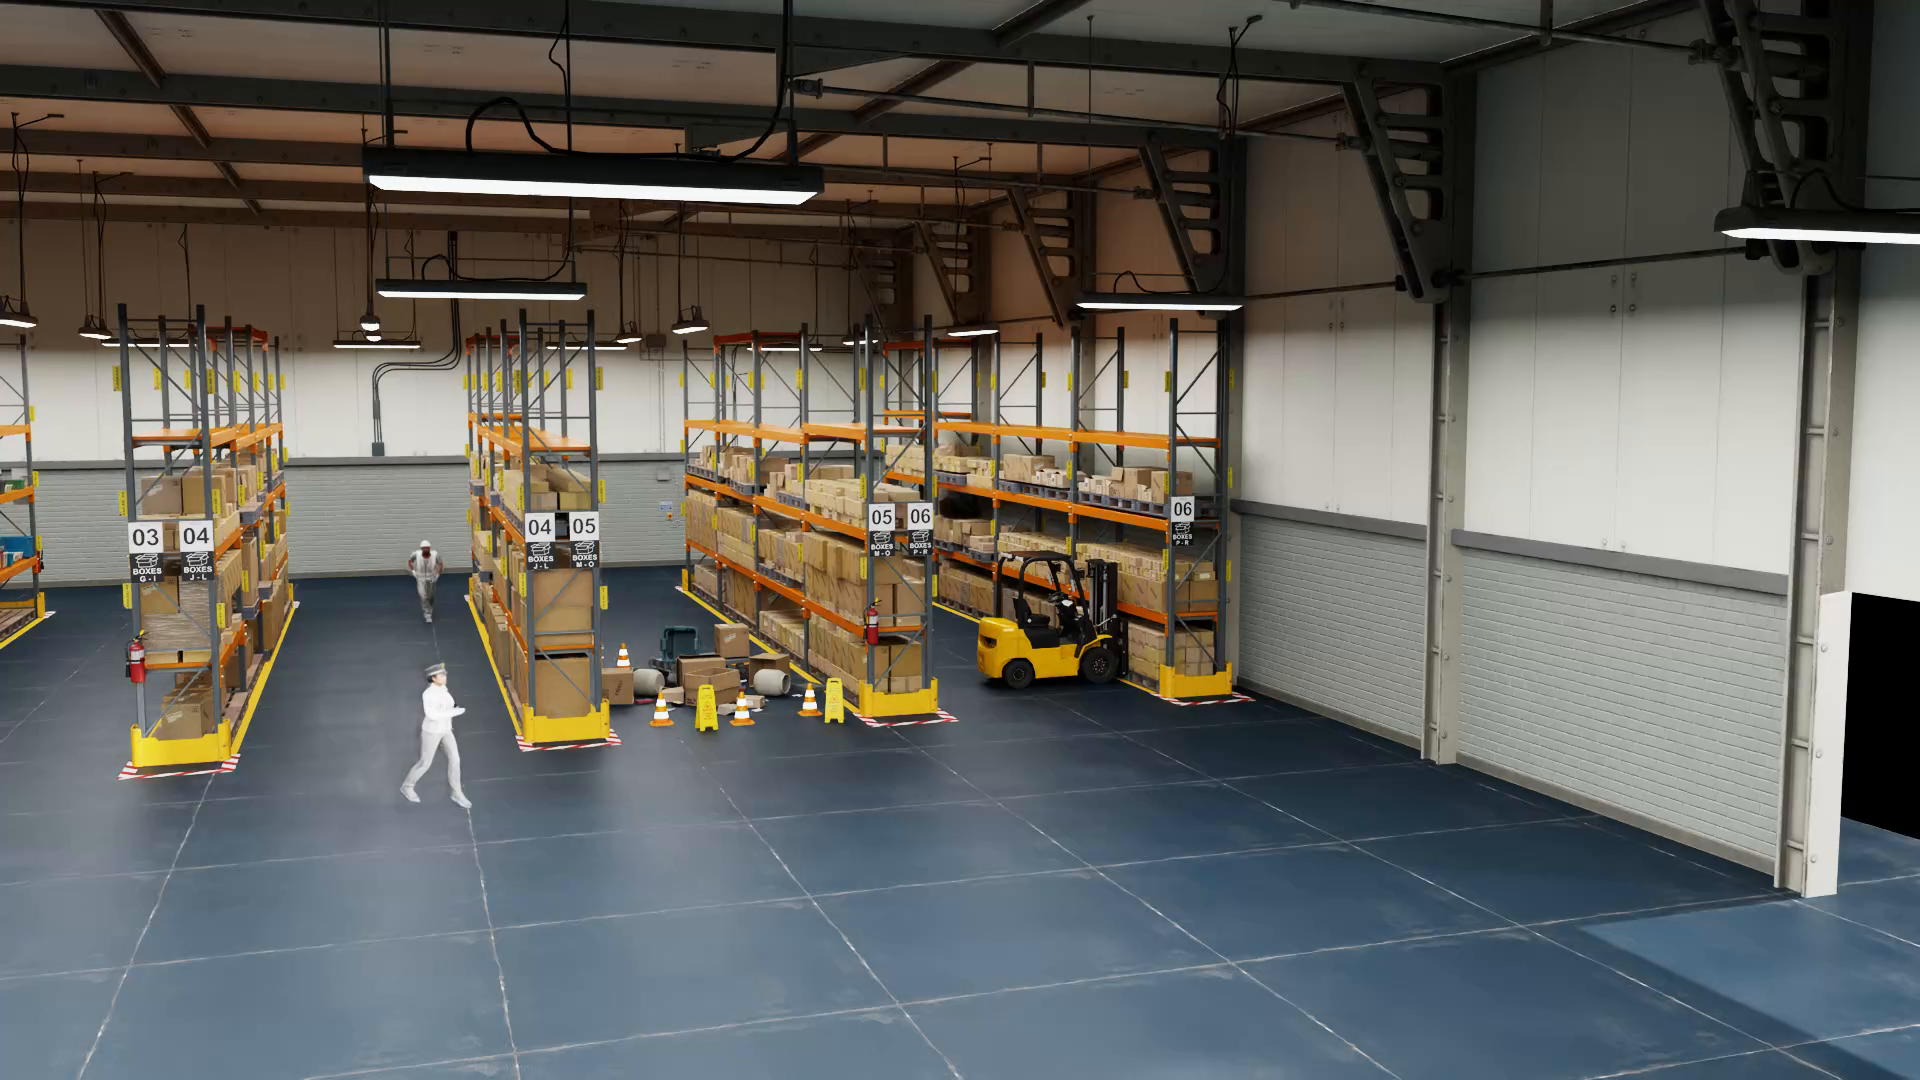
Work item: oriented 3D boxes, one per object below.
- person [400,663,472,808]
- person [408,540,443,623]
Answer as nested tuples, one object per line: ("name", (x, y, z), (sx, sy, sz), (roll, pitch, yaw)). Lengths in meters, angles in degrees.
("person", (-6.184, 2.289, 19.565), (0.883, 1.720, 0.589), (1, 6, 15))
("person", (-11.200, 0.835, 34.887), (0.691, 1.716, 1.043), (-1, 6, -14))
